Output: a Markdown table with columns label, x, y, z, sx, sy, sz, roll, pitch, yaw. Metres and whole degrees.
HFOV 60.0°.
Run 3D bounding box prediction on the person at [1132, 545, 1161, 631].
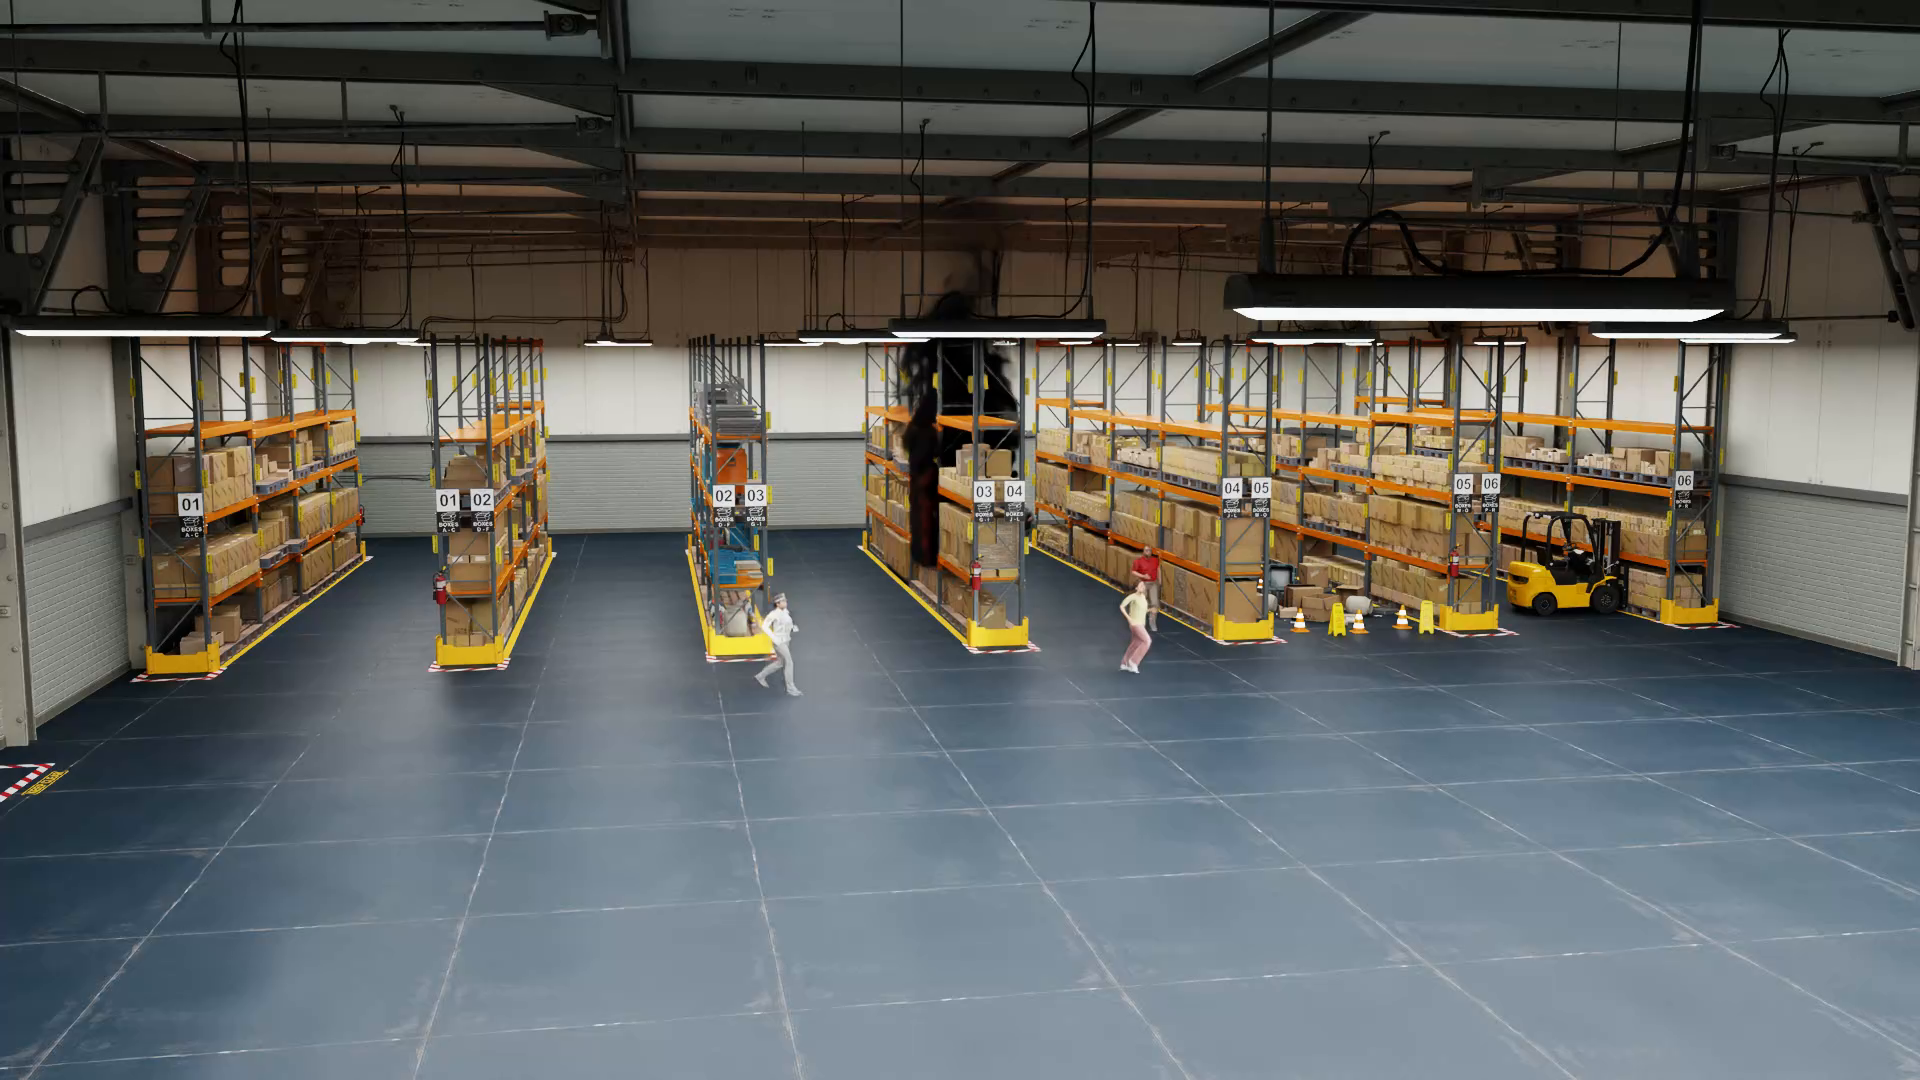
| label | x | y | z | sx | sy | sz | roll | pitch | yaw |
| --- | --- | --- | --- | --- | --- | --- | --- | --- | --- |
| person | 3.826 | 1.010 | 33.954 | 0.685 | 1.816 | 0.765 | -2 | 7 | -13 |

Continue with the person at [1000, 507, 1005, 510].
| label | x | y | z | sx | sy | sz | roll | pitch | yaw |
| --- | --- | --- | --- | --- | --- | --- | --- | --- | --- |
| person | 1.288 | -0.357 | 46.186 | 0.569 | 1.616 | 0.528 | -1 | 7 | -8 |

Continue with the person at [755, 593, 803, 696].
| label | x | y | z | sx | sy | sz | roll | pitch | yaw |
| --- | --- | --- | --- | --- | --- | --- | --- | --- | --- |
| person | -3.014 | 1.718 | 27.705 | 0.861 | 1.710 | 0.603 | 2 | 7 | 18 |

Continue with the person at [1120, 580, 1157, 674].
| label | x | y | z | sx | sy | sz | roll | pitch | yaw |
| --- | --- | --- | --- | --- | --- | --- | --- | --- | --- |
| person | 3.170 | 1.529 | 29.517 | 0.650 | 1.674 | 0.552 | 4 | 8 | 30 |

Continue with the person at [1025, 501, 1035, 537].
| label | x | y | z | sx | sy | sz | roll | pitch | yaw |
| --- | --- | --- | --- | --- | --- | --- | --- | --- | --- |
| person | 1.697 | -0.242 | 44.799 | 0.627 | 1.765 | 0.739 | -1 | 7 | -9 |
